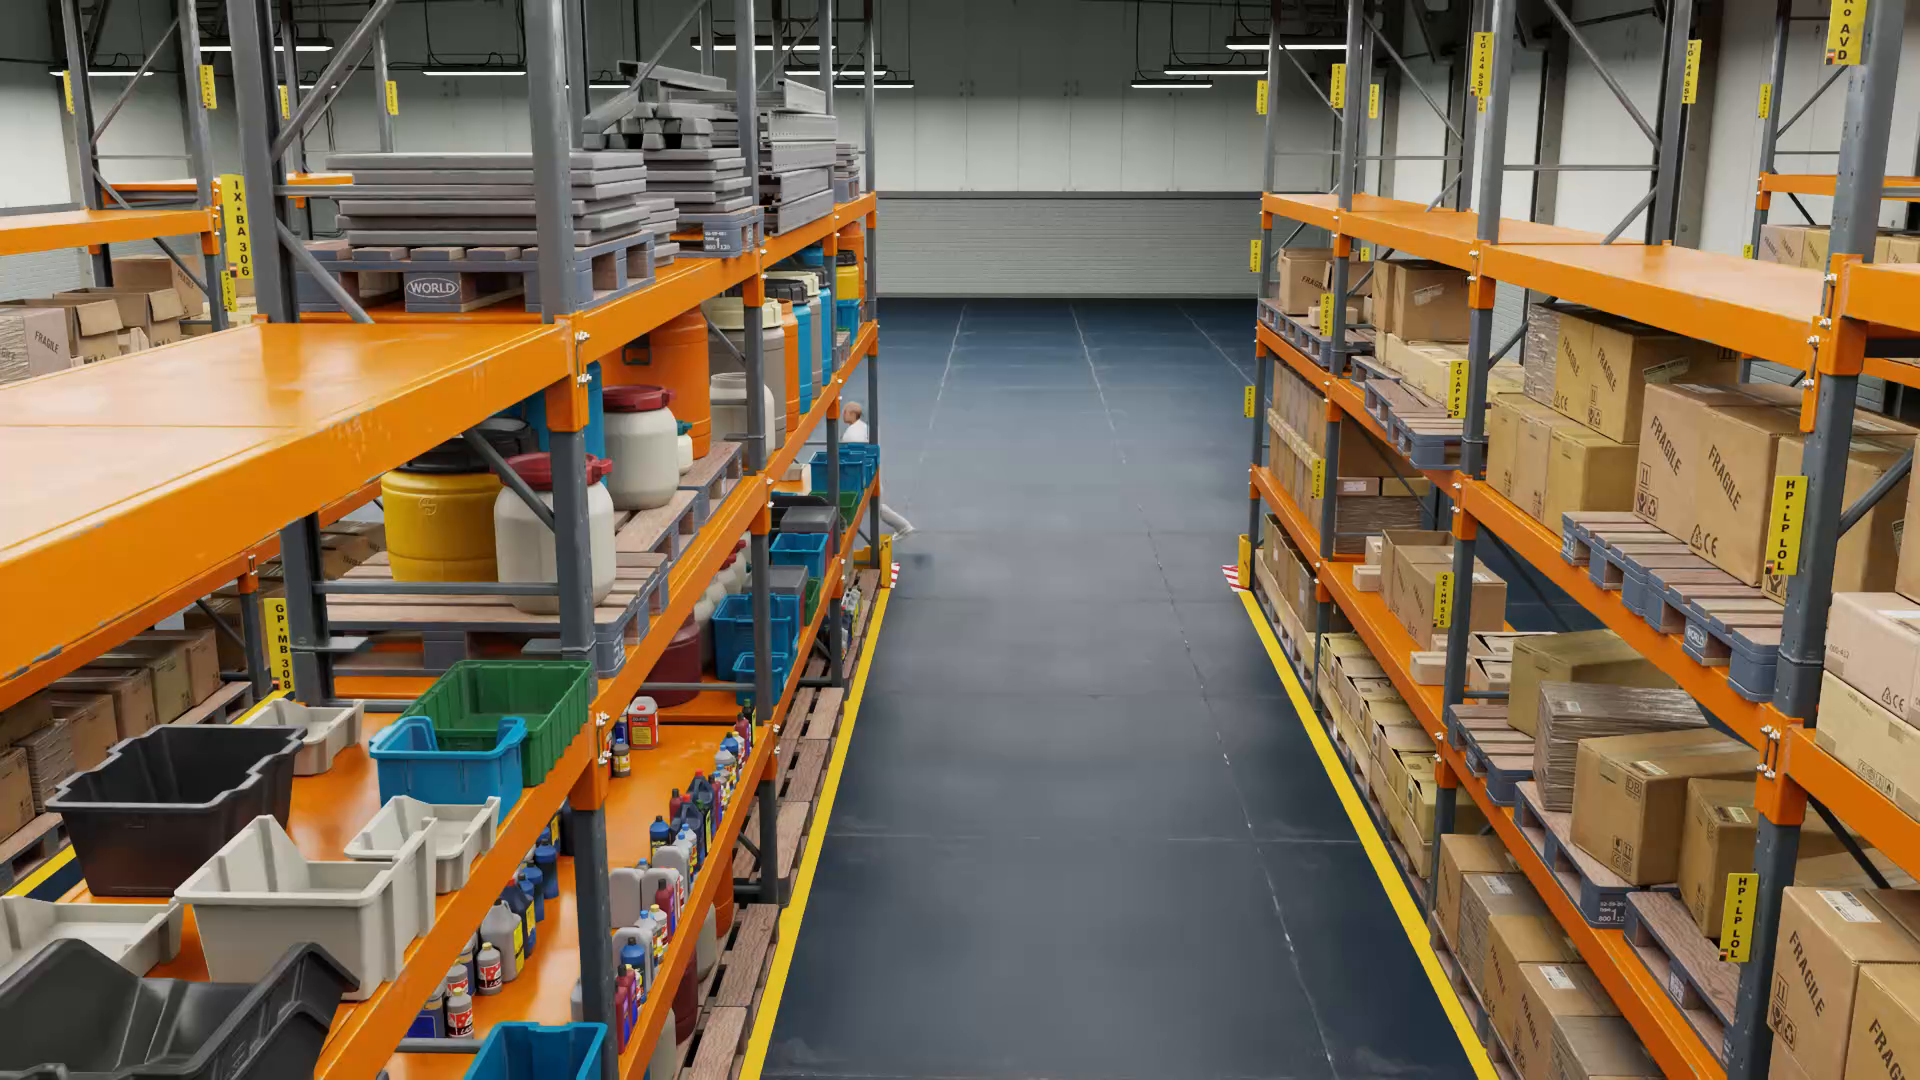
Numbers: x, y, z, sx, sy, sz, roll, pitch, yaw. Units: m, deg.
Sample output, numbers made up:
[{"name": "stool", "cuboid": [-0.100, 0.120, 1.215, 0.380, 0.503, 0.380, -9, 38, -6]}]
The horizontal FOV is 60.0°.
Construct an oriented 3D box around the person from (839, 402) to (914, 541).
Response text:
[{"name": "person", "cuboid": [-1.090, -0.724, 19.004, 1.100, 1.730, 0.614, 2, 14, 7]}]
